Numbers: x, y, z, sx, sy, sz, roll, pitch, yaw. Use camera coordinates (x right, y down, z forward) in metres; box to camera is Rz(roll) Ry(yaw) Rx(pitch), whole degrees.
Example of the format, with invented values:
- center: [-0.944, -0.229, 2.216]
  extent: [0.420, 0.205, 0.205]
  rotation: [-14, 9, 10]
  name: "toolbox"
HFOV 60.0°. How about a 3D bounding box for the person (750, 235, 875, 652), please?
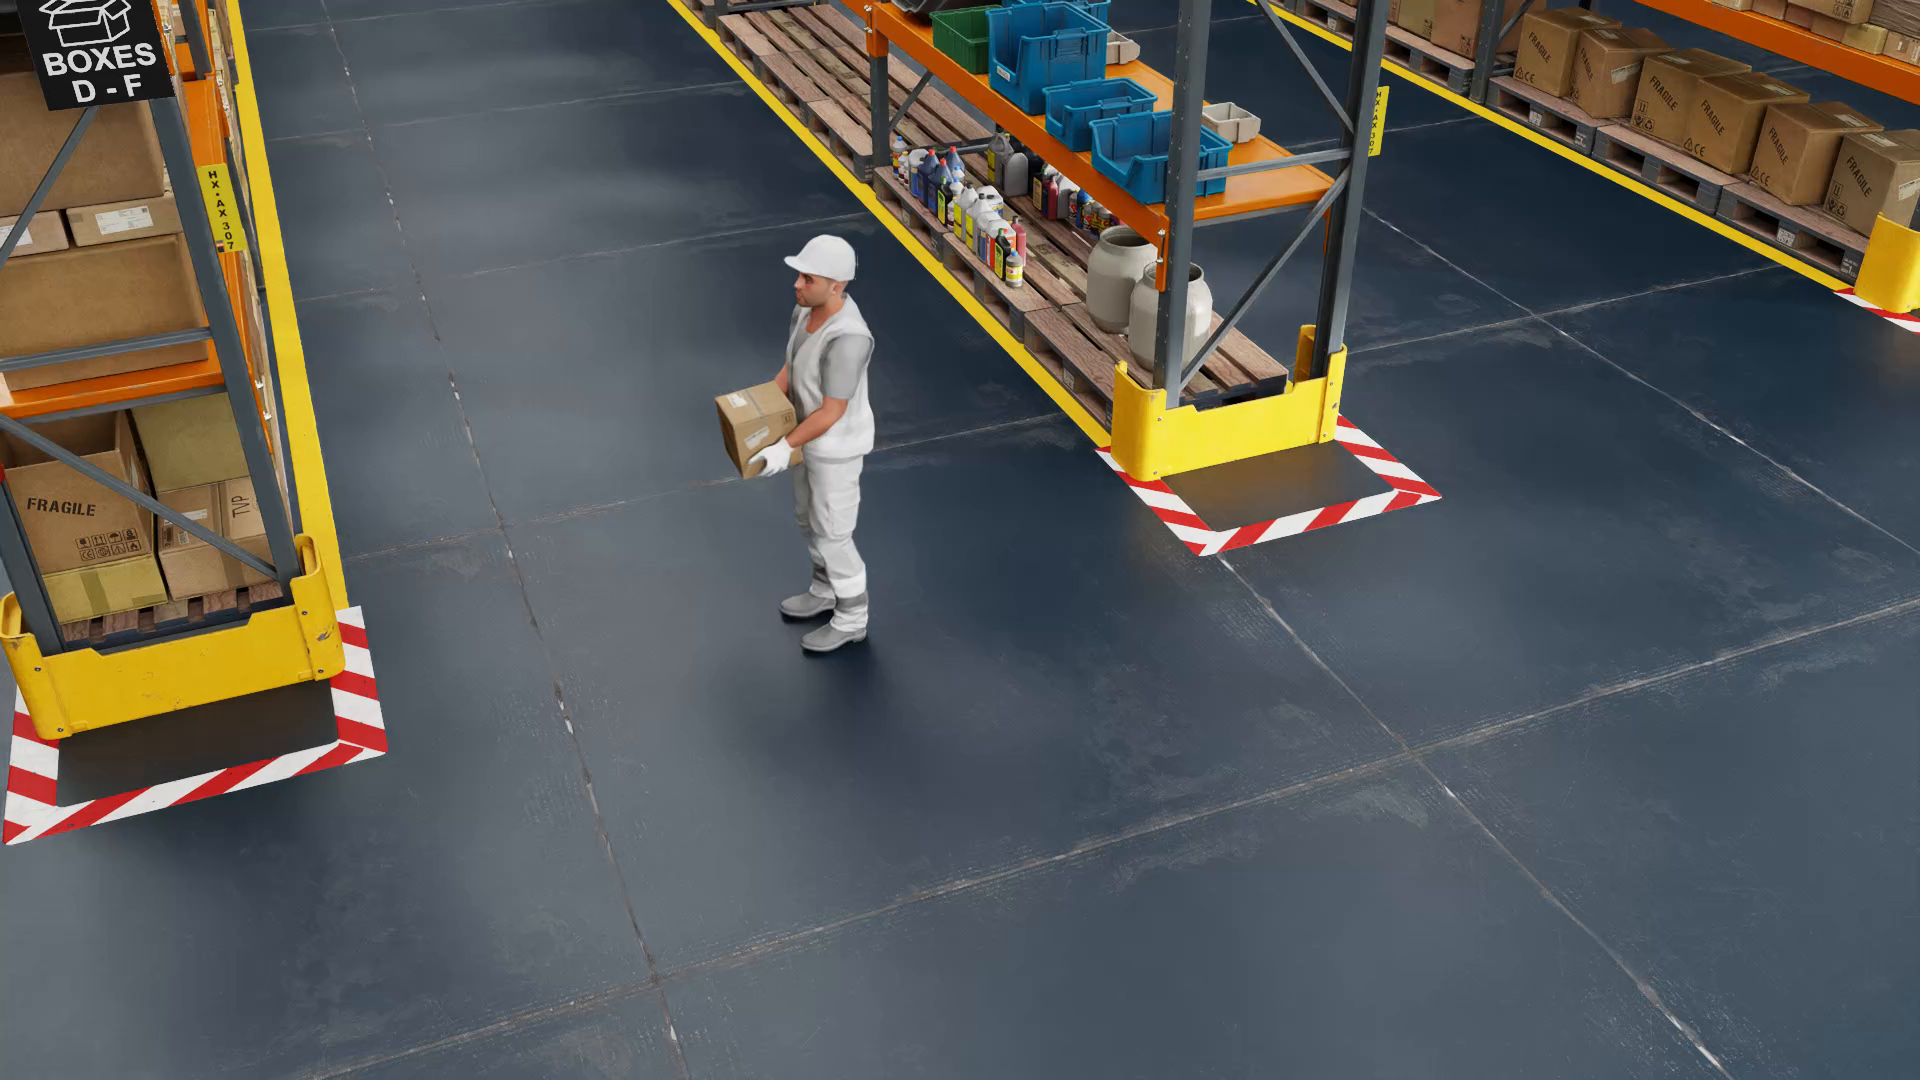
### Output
- center: [-0.620, -0.363, 6.669]
  extent: [0.538, 1.794, 0.522]
  rotation: [-13, 35, -19]
  name: "person"
